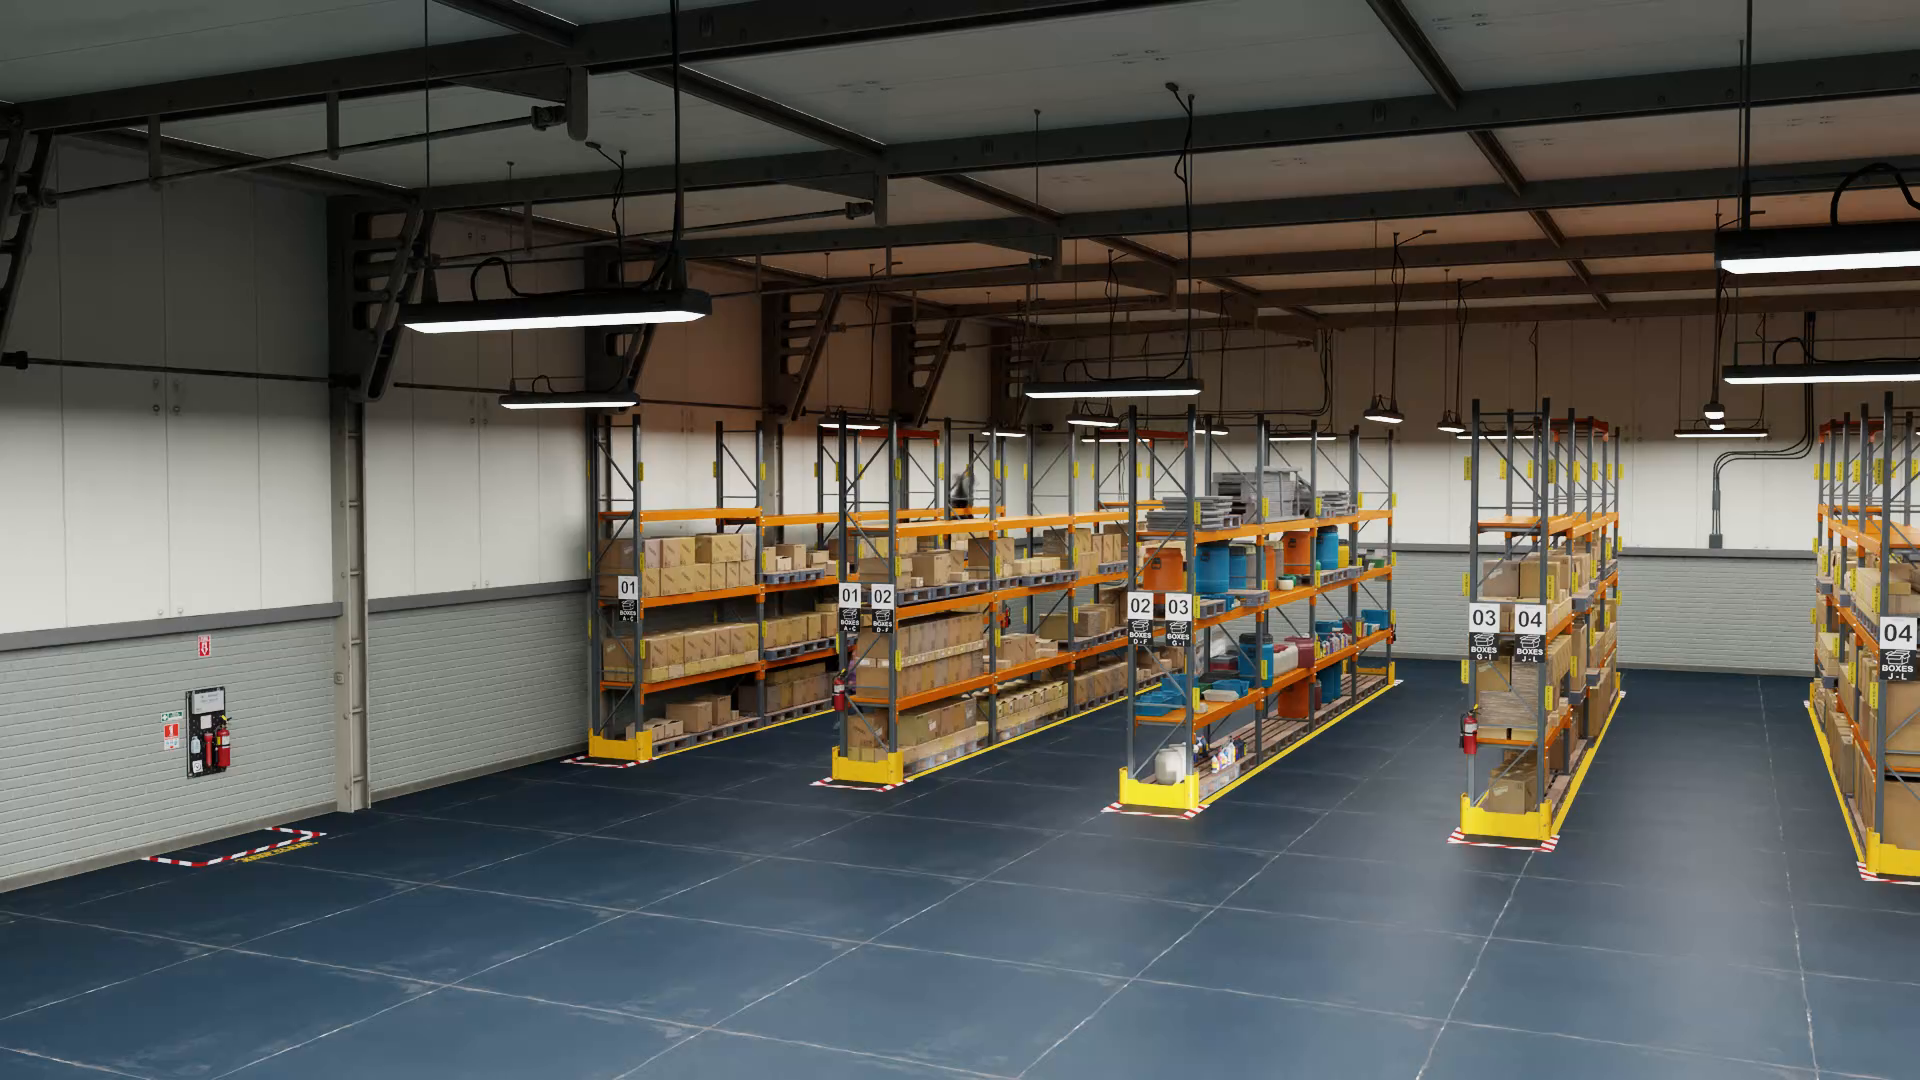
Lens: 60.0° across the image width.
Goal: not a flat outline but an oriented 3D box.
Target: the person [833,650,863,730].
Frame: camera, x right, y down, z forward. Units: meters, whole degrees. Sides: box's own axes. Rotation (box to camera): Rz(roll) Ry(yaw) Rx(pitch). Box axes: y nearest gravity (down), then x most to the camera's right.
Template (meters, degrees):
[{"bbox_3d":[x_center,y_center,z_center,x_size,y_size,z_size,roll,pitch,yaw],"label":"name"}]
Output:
[{"bbox_3d":[-2.053,2.880,32.125,0.610,1.557,0.747,2,3,33],"label":"person"}]

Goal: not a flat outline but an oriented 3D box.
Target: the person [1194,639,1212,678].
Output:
[{"bbox_3d":[5.018,2.794,34.155,0.672,1.591,1.092,2,3,35],"label":"person"}]
